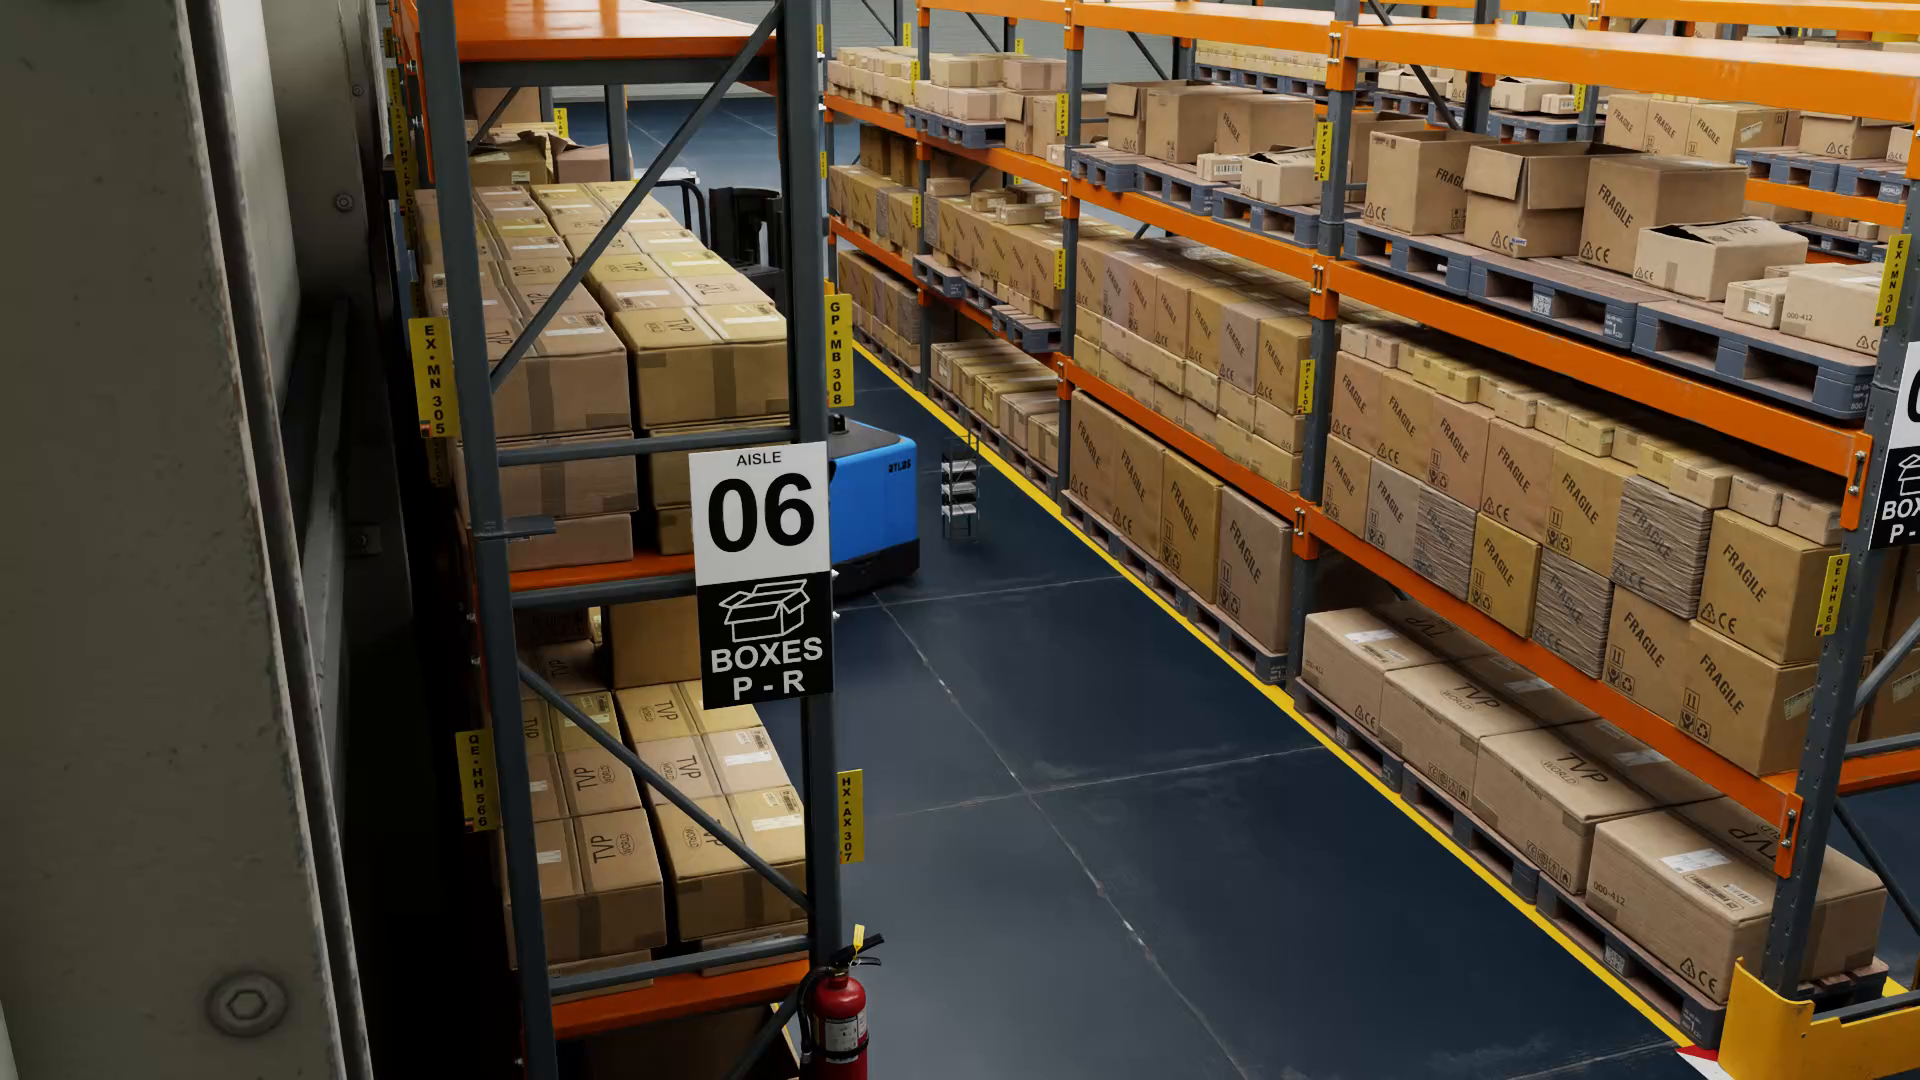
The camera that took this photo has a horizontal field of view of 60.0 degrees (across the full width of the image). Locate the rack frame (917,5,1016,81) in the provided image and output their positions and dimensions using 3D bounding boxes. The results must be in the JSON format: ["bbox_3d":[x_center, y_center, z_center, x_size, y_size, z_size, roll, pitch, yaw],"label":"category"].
[{"bbox_3d":[0.070,-5.860,16.419,1.000,3.000,0.127,-6,21,-17],"label":"rack frame"}]

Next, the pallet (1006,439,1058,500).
[{"bbox_3d":[1.083,-0.691,15.029,1.003,0.211,1.213,-6,21,-17],"label":"pallet"}]

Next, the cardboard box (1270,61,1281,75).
[{"bbox_3d":[3.917,-5.625,19.804,0.380,0.149,0.250,-7,21,-18],"label":"cardboard box"}]

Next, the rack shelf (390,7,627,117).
[{"bbox_3d":[-2.756,-2.879,9.776,1.077,0.370,4.000,-6,21,-17],"label":"rack shelf"}]

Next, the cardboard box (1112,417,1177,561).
[{"bbox_3d":[1.741,-0.433,12.708,0.875,0.875,0.875,-6,21,-17],"label":"cardboard box"}]

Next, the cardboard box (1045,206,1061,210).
[{"bbox_3d":[0.746,-2.972,16.045,0.500,0.500,0.500,-6,21,-15],"label":"cardboard box"}]

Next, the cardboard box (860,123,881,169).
[{"bbox_3d":[-0.820,-4.837,20.379,0.700,0.500,0.500,-7,21,-19],"label":"cardboard box"}]

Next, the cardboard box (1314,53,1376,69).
[{"bbox_3d":[4.338,-5.451,18.732,0.500,0.250,0.500,-7,21,-18],"label":"cardboard box"}]

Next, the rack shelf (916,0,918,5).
[{"bbox_3d":[-0.559,-6.162,18.328,1.077,0.370,4.000,-6,21,-17],"label":"rack shelf"}]

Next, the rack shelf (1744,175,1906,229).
[{"bbox_3d":[6.623,-2.743,13.242,1.077,0.370,4.000,-6,21,-17],"label":"rack shelf"}]

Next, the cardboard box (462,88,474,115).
[{"bbox_3d":[-3.634,-3.337,12.916,0.700,0.500,0.500,-7,21,-18],"label":"cardboard box"}]

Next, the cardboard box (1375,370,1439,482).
[{"bbox_3d":[2.657,-0.646,9.150,0.500,0.500,0.500,-7,21,-18],"label":"cardboard box"}]

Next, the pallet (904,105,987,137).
[{"bbox_3d":[0.162,-4.150,16.375,1.213,0.211,1.003,-6,21,-17],"label":"pallet"}]

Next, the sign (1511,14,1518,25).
[{"bbox_3d":[7.705,-7.138,23.123,0.100,0.325,0.005,-6,21,-17],"label":"sign"}]

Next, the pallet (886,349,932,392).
[{"bbox_3d":[-0.175,-1.936,18.494,1.003,0.211,1.213,-6,21,-17],"label":"pallet"}]

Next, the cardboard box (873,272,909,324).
[{"bbox_3d":[-0.694,-2.781,19.059,0.500,0.500,0.500,-5,20,-14],"label":"cardboard box"}]

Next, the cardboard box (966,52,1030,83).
[{"bbox_3d":[0.373,-4.638,16.316,0.500,0.250,0.500,-6,21,-16],"label":"cardboard box"}]

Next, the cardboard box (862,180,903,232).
[{"bbox_3d":[-0.807,-3.834,19.066,0.500,0.500,0.500,-7,21,-18],"label":"cardboard box"}]

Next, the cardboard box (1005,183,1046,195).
[{"bbox_3d":[0.658,-3.383,16.228,0.380,0.149,0.250,-7,21,-19],"label":"cardboard box"}]

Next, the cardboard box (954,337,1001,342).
[{"bbox_3d":[0.140,-2.158,18.434,0.500,0.250,0.500,-7,21,-20],"label":"cardboard box"}]

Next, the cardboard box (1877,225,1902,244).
[{"bbox_3d":[10.256,-3.388,17.643,0.700,0.500,0.500,-3,20,-9],"label":"cardboard box"}]

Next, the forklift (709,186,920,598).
[{"bbox_3d":[-1.737,-0.895,11.573,3.031,2.935,1.130,-17,26,-39],"label":"forklift"}]

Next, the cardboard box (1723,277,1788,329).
[{"bbox_3d":[3.407,-0.985,6.886,0.380,0.149,0.250,-8,21,-21],"label":"cardboard box"}]

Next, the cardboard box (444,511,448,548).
[{"bbox_3d":[-3.382,0.079,11.836,0.500,0.500,0.500,-6,21,-17],"label":"cardboard box"}]

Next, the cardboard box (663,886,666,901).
[{"bbox_3d":[-0.952,1.169,6.096,0.380,0.149,0.250,-7,21,-18],"label":"cardboard box"}]

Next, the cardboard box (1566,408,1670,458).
[{"bbox_3d":[3.085,-0.506,7.802,0.380,0.149,0.250,-6,21,-16],"label":"cardboard box"}]

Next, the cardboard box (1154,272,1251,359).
[{"bbox_3d":[1.718,-1.598,11.802,0.500,0.500,0.500,-6,21,-16],"label":"cardboard box"}]

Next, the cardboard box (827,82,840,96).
[{"bbox_3d":[-1.392,-5.473,20.150,0.380,0.149,0.250,-6,21,-17],"label":"cardboard box"}]

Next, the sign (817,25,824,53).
[{"bbox_3d":[-1.703,-6.086,20.191,0.100,0.325,0.005,-6,21,-17],"label":"sign"}]

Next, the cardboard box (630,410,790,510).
[{"bbox_3d":[-0.750,-0.310,5.186,0.500,0.250,0.500,-7,21,-18],"label":"cardboard box"}]

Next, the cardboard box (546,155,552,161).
[{"bbox_3d":[-2.275,-2.168,9.739,0.380,0.149,0.250,-6,21,-17],"label":"cardboard box"}]

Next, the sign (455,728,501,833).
[{"bbox_3d":[-1.403,0.702,4.845,0.100,0.325,0.005,-6,21,-17],"label":"sign"}]

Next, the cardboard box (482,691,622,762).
[{"bbox_3d":[-1.578,0.829,6.453,0.500,0.250,0.500,-6,21,-15],"label":"cardboard box"}]

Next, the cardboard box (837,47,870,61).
[{"bbox_3d":[-1.270,-5.853,20.030,0.380,0.149,0.250,-7,21,-18],"label":"cardboard box"}]

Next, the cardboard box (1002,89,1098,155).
[{"bbox_3d":[0.820,-3.700,14.689,0.797,0.503,0.637,-6,21,-17],"label":"cardboard box"}]

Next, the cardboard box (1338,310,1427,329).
[{"bbox_3d":[2.719,-1.159,10.578,0.500,0.500,0.500,-6,21,-17],"label":"cardboard box"}]

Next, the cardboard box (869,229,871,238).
[{"bbox_3d":[-0.834,-3.566,19.278,0.380,0.149,0.250,-7,21,-19],"label":"cardboard box"}]

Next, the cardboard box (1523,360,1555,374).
[{"bbox_3d":[3.241,-0.894,8.882,0.380,0.149,0.250,-7,21,-18],"label":"cardboard box"}]

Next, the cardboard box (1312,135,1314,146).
[{"bbox_3d":[4.370,-4.460,19.577,0.875,0.550,0.550,-6,21,-17],"label":"cardboard box"}]

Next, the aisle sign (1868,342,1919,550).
[{"bbox_3d":[3.570,-0.353,6.116,0.394,0.787,0.004,-6,21,-17],"label":"aisle sign"}]

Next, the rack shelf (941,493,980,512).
[{"bbox_3d":[0.003,-0.305,13.299,0.258,0.077,0.200,-6,21,-17],"label":"rack shelf"}]

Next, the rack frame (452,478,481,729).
[{"bbox_3d":[-2.127,0.059,8.814,1.000,3.000,0.127,-6,21,-17],"label":"rack frame"}]

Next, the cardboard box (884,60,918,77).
[{"bbox_3d":[-0.595,-5.021,17.714,0.380,0.149,0.250,-6,21,-16],"label":"cardboard box"}]

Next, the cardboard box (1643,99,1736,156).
[{"bbox_3d":[6.085,-3.399,13.856,0.500,0.500,0.500,-6,21,-17],"label":"cardboard box"}]

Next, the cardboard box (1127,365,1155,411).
[{"bbox_3d":[1.579,-1.167,12.449,0.500,0.250,0.500,-6,21,-15],"label":"cardboard box"}]

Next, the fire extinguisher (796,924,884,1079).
[{"bbox_3d":[-0.385,1.553,5.322,0.296,0.674,0.183,-6,21,-17],"label":"fire extinguisher"}]

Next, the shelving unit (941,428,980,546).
[{"bbox_3d":[0.003,-0.421,13.257,0.258,0.900,0.210,-6,21,-17],"label":"shelving unit"}]

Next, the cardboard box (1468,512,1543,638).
[{"bbox_3d":[2.949,0.150,8.415,0.500,0.500,0.500,-6,21,-16],"label":"cardboard box"}]

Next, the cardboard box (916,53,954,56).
[{"bbox_3d":[-0.287,-5.423,18.833,0.380,0.149,0.250,-6,21,-16],"label":"cardboard box"}]

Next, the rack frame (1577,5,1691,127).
[{"bbox_3d":[5.994,-5.135,14.400,1.000,3.000,0.127,-6,21,-17],"label":"rack frame"}]

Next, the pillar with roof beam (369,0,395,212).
[{"bbox_3d":[-6.220,-10.604,29.627,9.100,9.000,0.400,-6,21,-17],"label":"pillar with roof beam"}]

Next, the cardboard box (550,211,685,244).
[{"bbox_3d":[-1.421,-1.195,6.912,0.500,0.250,0.500,-6,21,-16],"label":"cardboard box"}]

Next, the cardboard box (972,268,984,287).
[{"bbox_3d":[0.327,-2.484,15.645,0.380,0.149,0.250,-6,20,-15],"label":"cardboard box"}]

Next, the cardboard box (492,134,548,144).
[{"bbox_3d":[-2.841,-2.552,10.840,0.380,0.149,0.250,-7,21,-18],"label":"cardboard box"}]

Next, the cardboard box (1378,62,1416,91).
[{"bbox_3d":[4.690,-4.968,17.802,0.258,0.266,0.396,-7,21,-18],"label":"cardboard box"}]
